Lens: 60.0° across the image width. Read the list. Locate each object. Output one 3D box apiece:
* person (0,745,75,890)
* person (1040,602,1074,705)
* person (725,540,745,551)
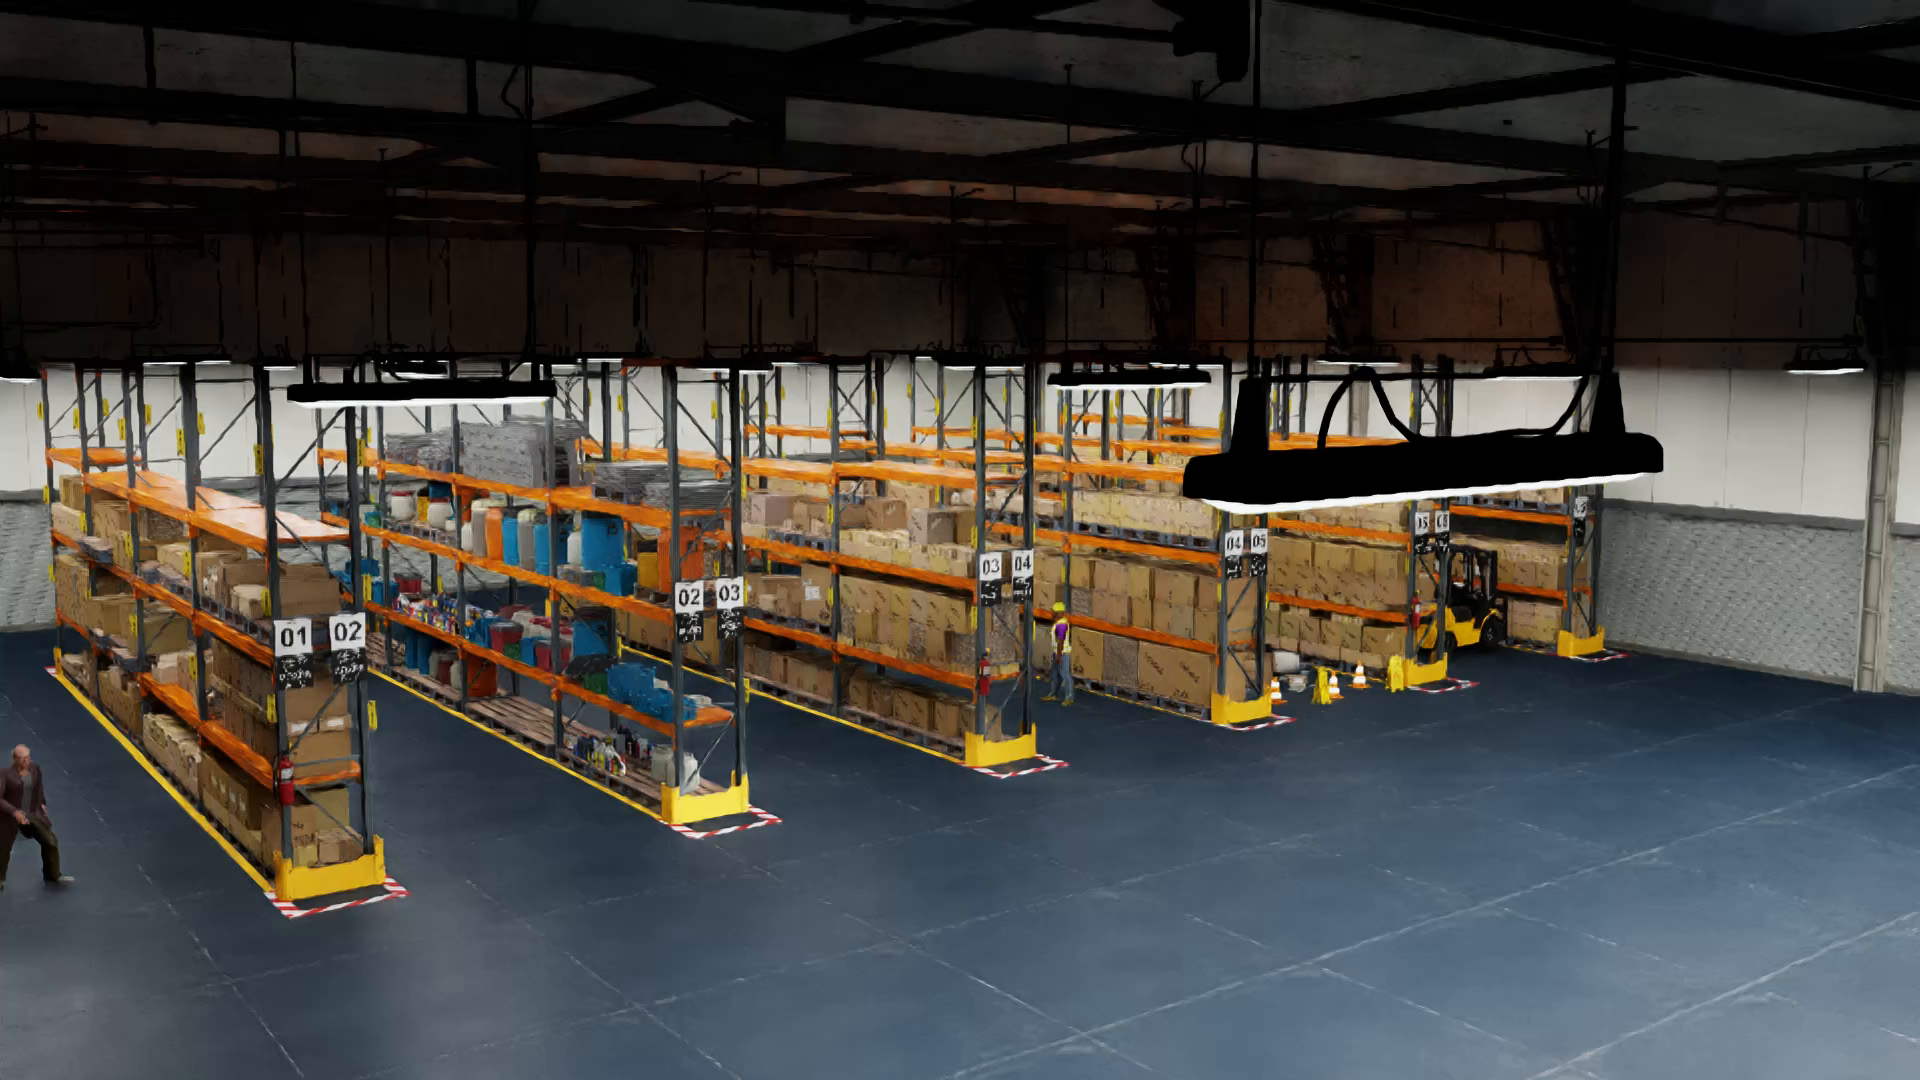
[{"bbox_3d":[-10.810,3.179,19.139,0.872,1.716,0.733,5,8,34],"label":"person"},{"bbox_3d":[1.699,1.960,29.022,0.580,1.763,0.673,0,7,-4],"label":"person"},{"bbox_3d":[-5.993,0.151,44.333,0.608,1.741,0.960,-2,7,-13],"label":"person"}]
